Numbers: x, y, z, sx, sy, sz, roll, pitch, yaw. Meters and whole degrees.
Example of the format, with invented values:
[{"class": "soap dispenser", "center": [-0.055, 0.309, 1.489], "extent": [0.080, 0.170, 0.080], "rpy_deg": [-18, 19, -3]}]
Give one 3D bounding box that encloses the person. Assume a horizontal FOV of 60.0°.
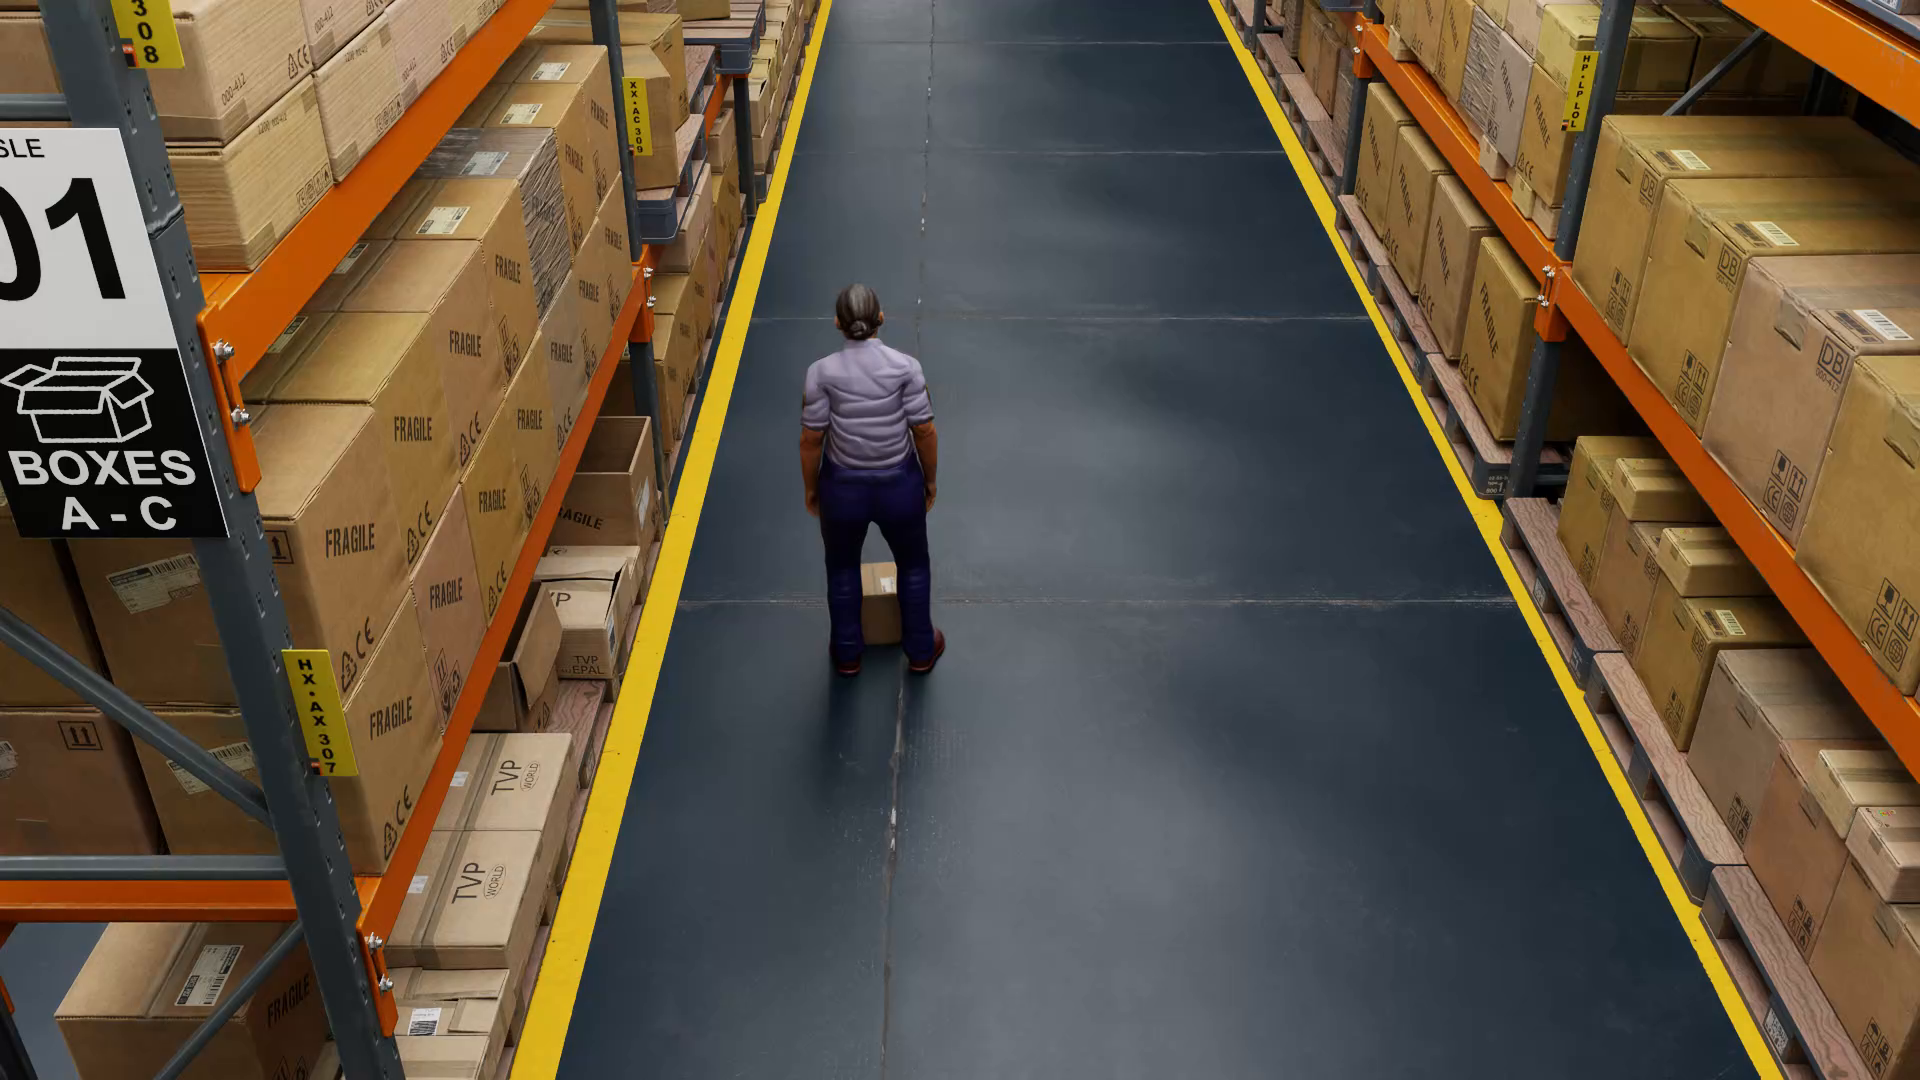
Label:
[{"class": "person", "center": [-0.334, -0.199, 6.465], "extent": [0.557, 1.650, 0.372], "rpy_deg": [-2, 32, -3]}]
